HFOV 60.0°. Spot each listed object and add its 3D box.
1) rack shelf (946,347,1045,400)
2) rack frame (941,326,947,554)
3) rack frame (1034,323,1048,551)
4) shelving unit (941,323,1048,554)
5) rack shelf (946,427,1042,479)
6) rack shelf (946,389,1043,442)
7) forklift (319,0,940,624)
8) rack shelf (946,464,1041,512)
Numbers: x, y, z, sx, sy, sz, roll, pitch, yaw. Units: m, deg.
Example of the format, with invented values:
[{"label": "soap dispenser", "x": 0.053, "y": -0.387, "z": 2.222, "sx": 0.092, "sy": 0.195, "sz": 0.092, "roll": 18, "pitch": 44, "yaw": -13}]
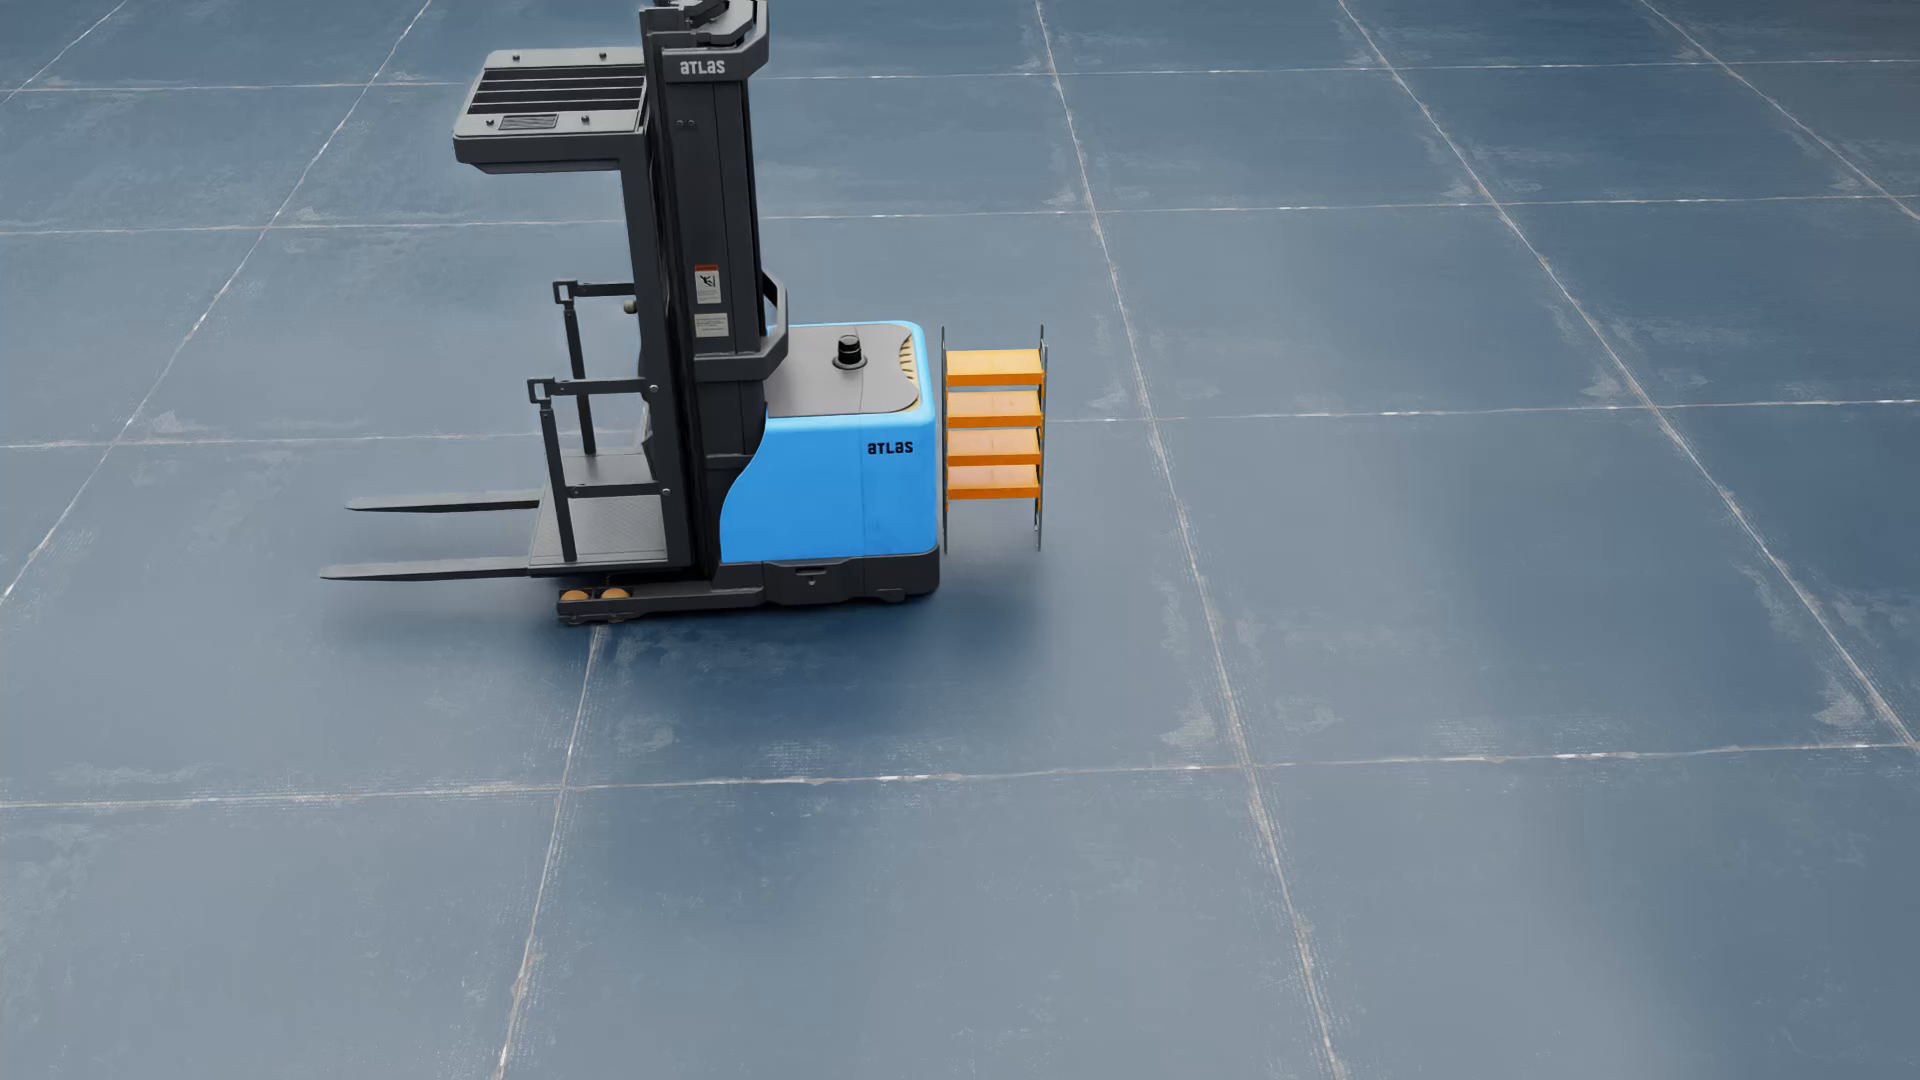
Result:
[{"label": "rack shelf", "x": 0.165, "y": -0.821, "z": 8.191, "sx": 0.480, "sy": 0.148, "sz": 0.258, "roll": -2, "pitch": 35, "yaw": -2}, {"label": "rack frame", "x": -0.078, "y": -0.491, "z": 8.405, "sx": 0.015, "sy": 1.200, "sz": 0.240, "roll": -2, "pitch": 35, "yaw": -2}, {"label": "rack frame", "x": 0.409, "y": -0.504, "z": 8.424, "sx": 0.015, "sy": 1.200, "sz": 0.240, "roll": -2, "pitch": 35, "yaw": -2}, {"label": "shelving unit", "x": 0.165, "y": -0.498, "z": 8.415, "sx": 0.503, "sy": 1.200, "sz": 0.258, "roll": -2, "pitch": 35, "yaw": -2}, {"label": "rack shelf", "x": 0.165, "y": -0.443, "z": 8.453, "sx": 0.480, "sy": 0.148, "sz": 0.258, "roll": -2, "pitch": 35, "yaw": -2}, {"label": "rack shelf", "x": 0.165, "y": -0.626, "z": 8.326, "sx": 0.480, "sy": 0.148, "sz": 0.258, "roll": -2, "pitch": 35, "yaw": -2}, {"label": "forklift", "x": -1.647, "y": -1.106, "z": 7.773, "sx": 3.031, "sy": 2.935, "sz": 1.130, "roll": -3, "pitch": 35, "yaw": -4}, {"label": "rack shelf", "x": 0.165, "y": -0.279, "z": 8.566, "sx": 0.480, "sy": 0.148, "sz": 0.258, "roll": -2, "pitch": 35, "yaw": -2}]
